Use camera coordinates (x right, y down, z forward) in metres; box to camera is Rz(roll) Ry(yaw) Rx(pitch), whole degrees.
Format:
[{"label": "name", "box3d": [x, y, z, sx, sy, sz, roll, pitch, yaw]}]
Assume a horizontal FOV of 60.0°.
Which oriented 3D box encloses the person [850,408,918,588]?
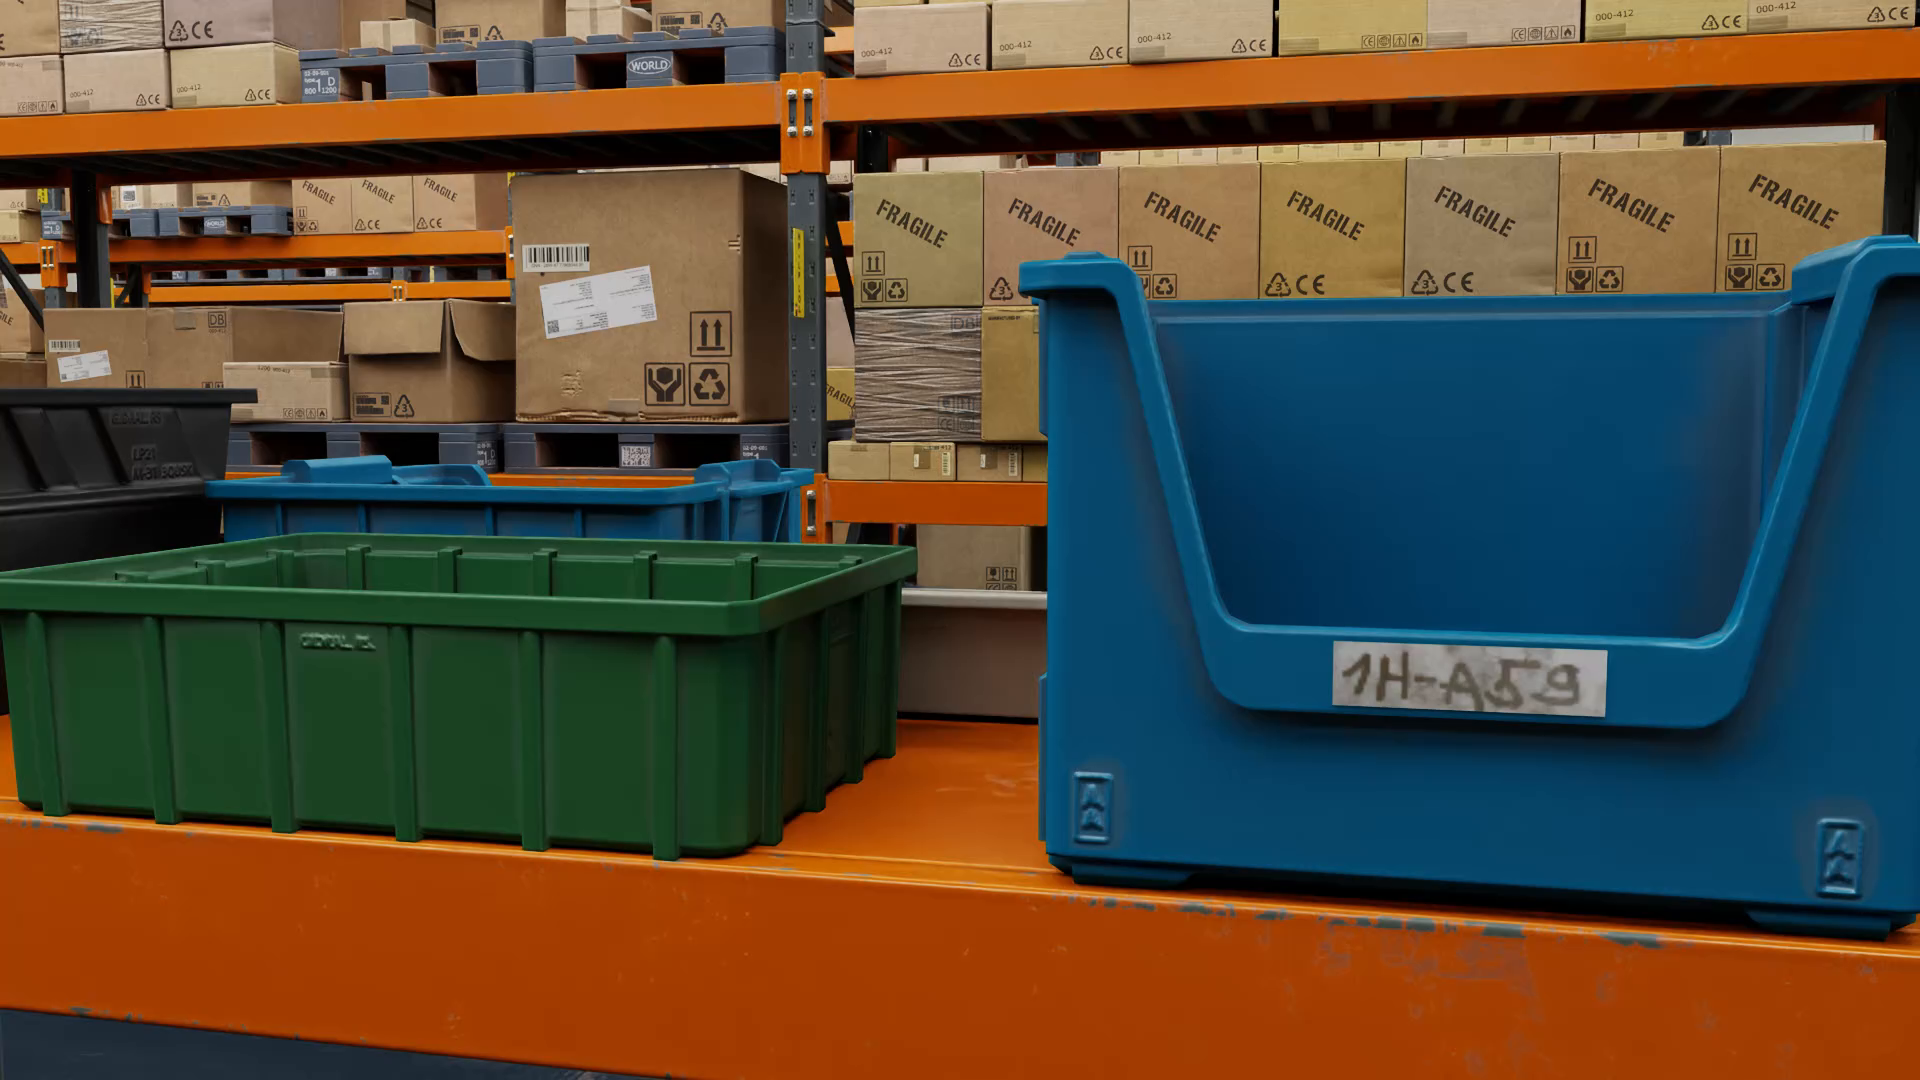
[{"label": "person", "box3d": [-0.458, -0.058, 10.203, 0.866, 1.550, 0.436, 1, 5, 11]}]
